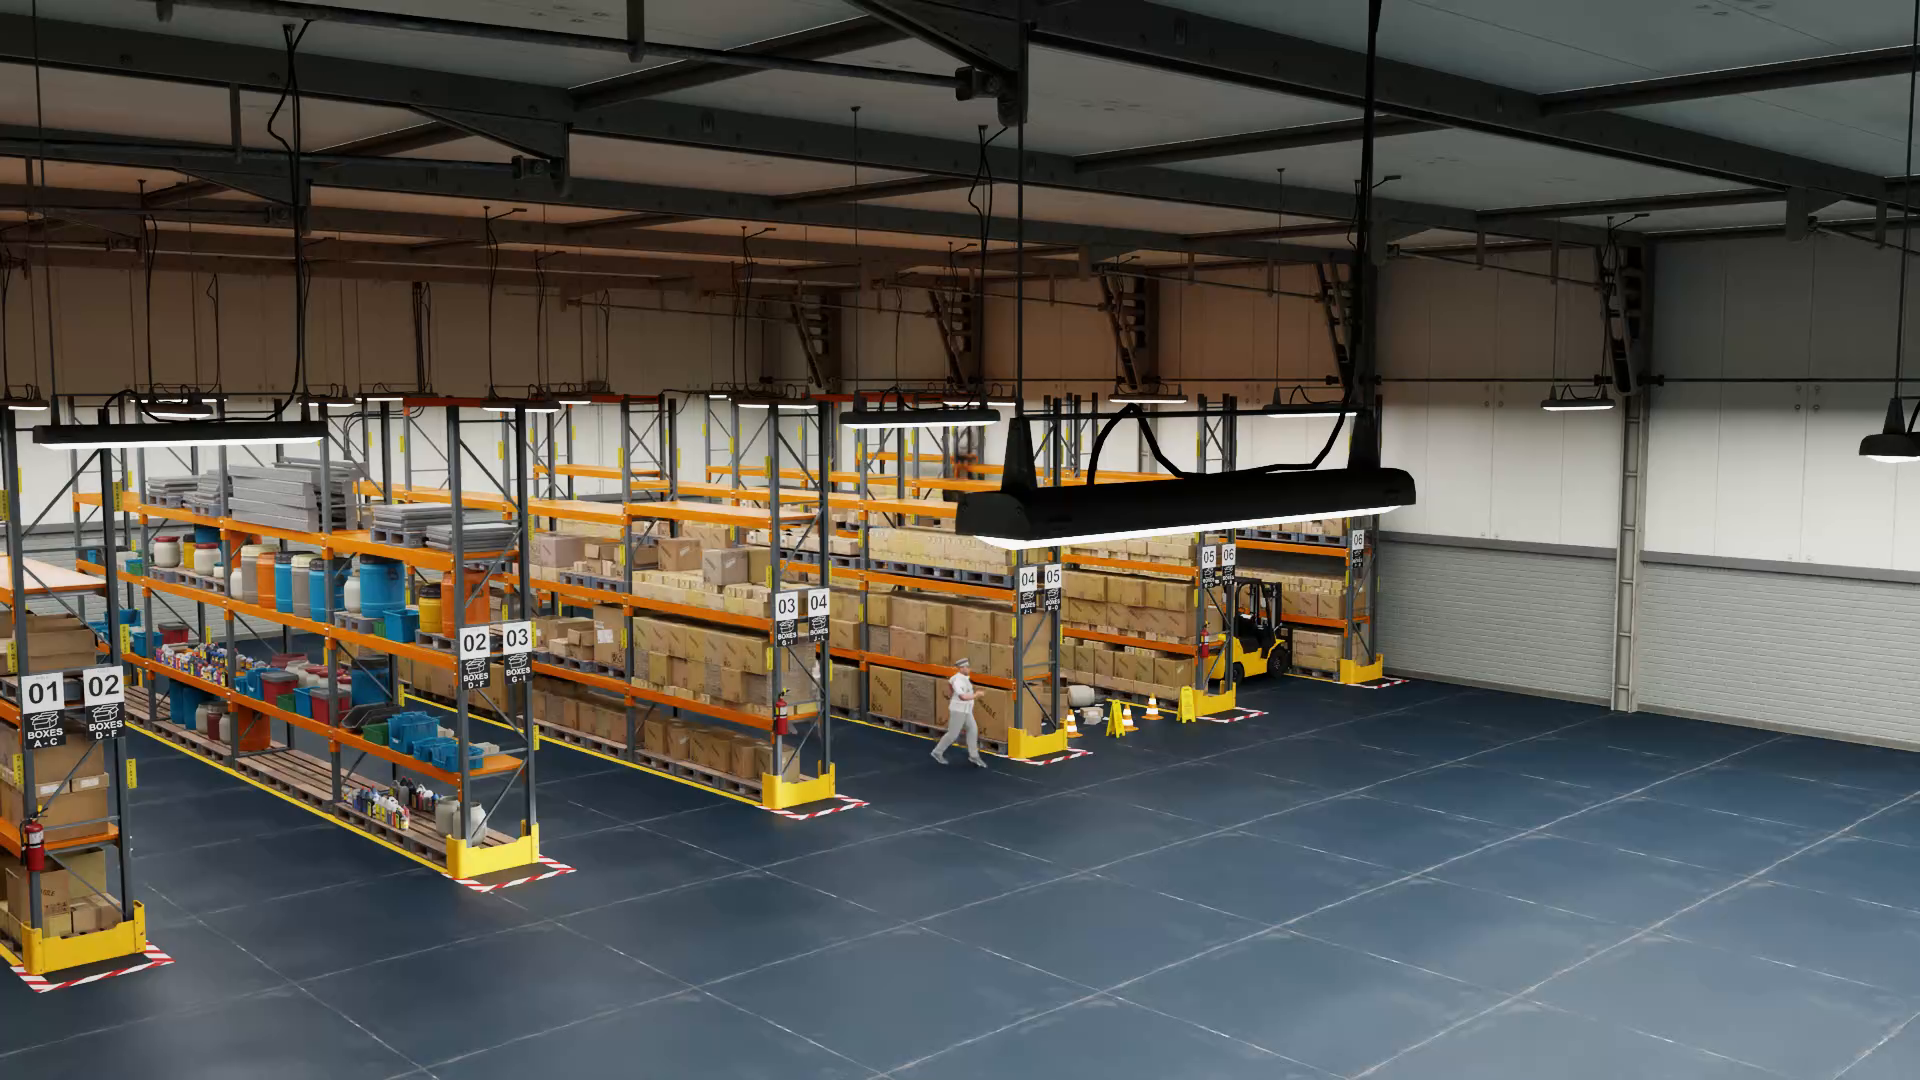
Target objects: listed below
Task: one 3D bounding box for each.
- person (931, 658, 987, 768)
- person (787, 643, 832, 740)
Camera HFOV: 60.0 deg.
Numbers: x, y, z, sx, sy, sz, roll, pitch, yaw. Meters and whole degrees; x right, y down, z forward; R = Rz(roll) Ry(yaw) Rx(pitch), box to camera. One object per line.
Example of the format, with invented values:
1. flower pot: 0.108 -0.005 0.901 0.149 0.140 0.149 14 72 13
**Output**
1. person: -0.017 2.812 27.143 0.915 1.816 0.641 1 6 11
2. person: -2.657 2.639 29.271 0.919 1.697 0.597 3 6 30
